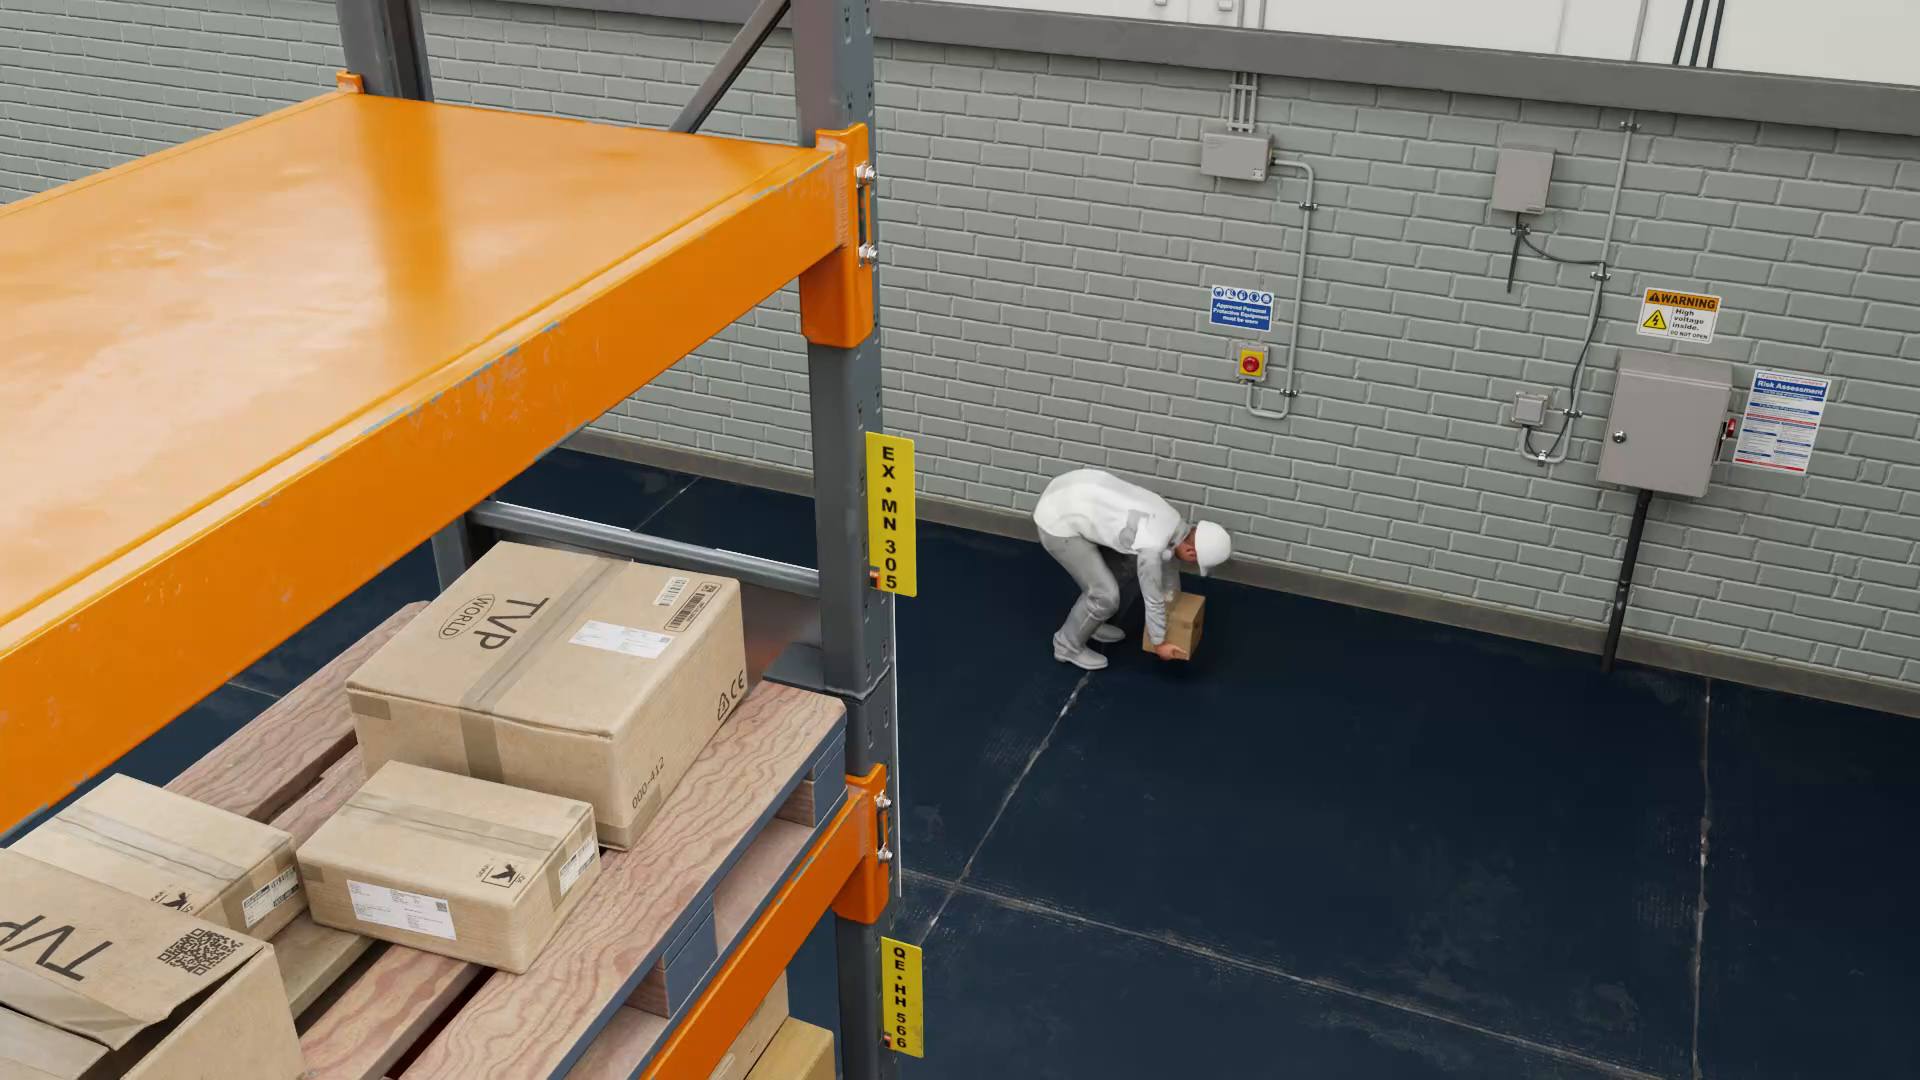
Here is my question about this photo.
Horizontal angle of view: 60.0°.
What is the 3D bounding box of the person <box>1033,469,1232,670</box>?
[{"bbox_3d":[0.880,0.163,8.555,1.005,1.041,0.495,10,31,17],"label":"person"}]
